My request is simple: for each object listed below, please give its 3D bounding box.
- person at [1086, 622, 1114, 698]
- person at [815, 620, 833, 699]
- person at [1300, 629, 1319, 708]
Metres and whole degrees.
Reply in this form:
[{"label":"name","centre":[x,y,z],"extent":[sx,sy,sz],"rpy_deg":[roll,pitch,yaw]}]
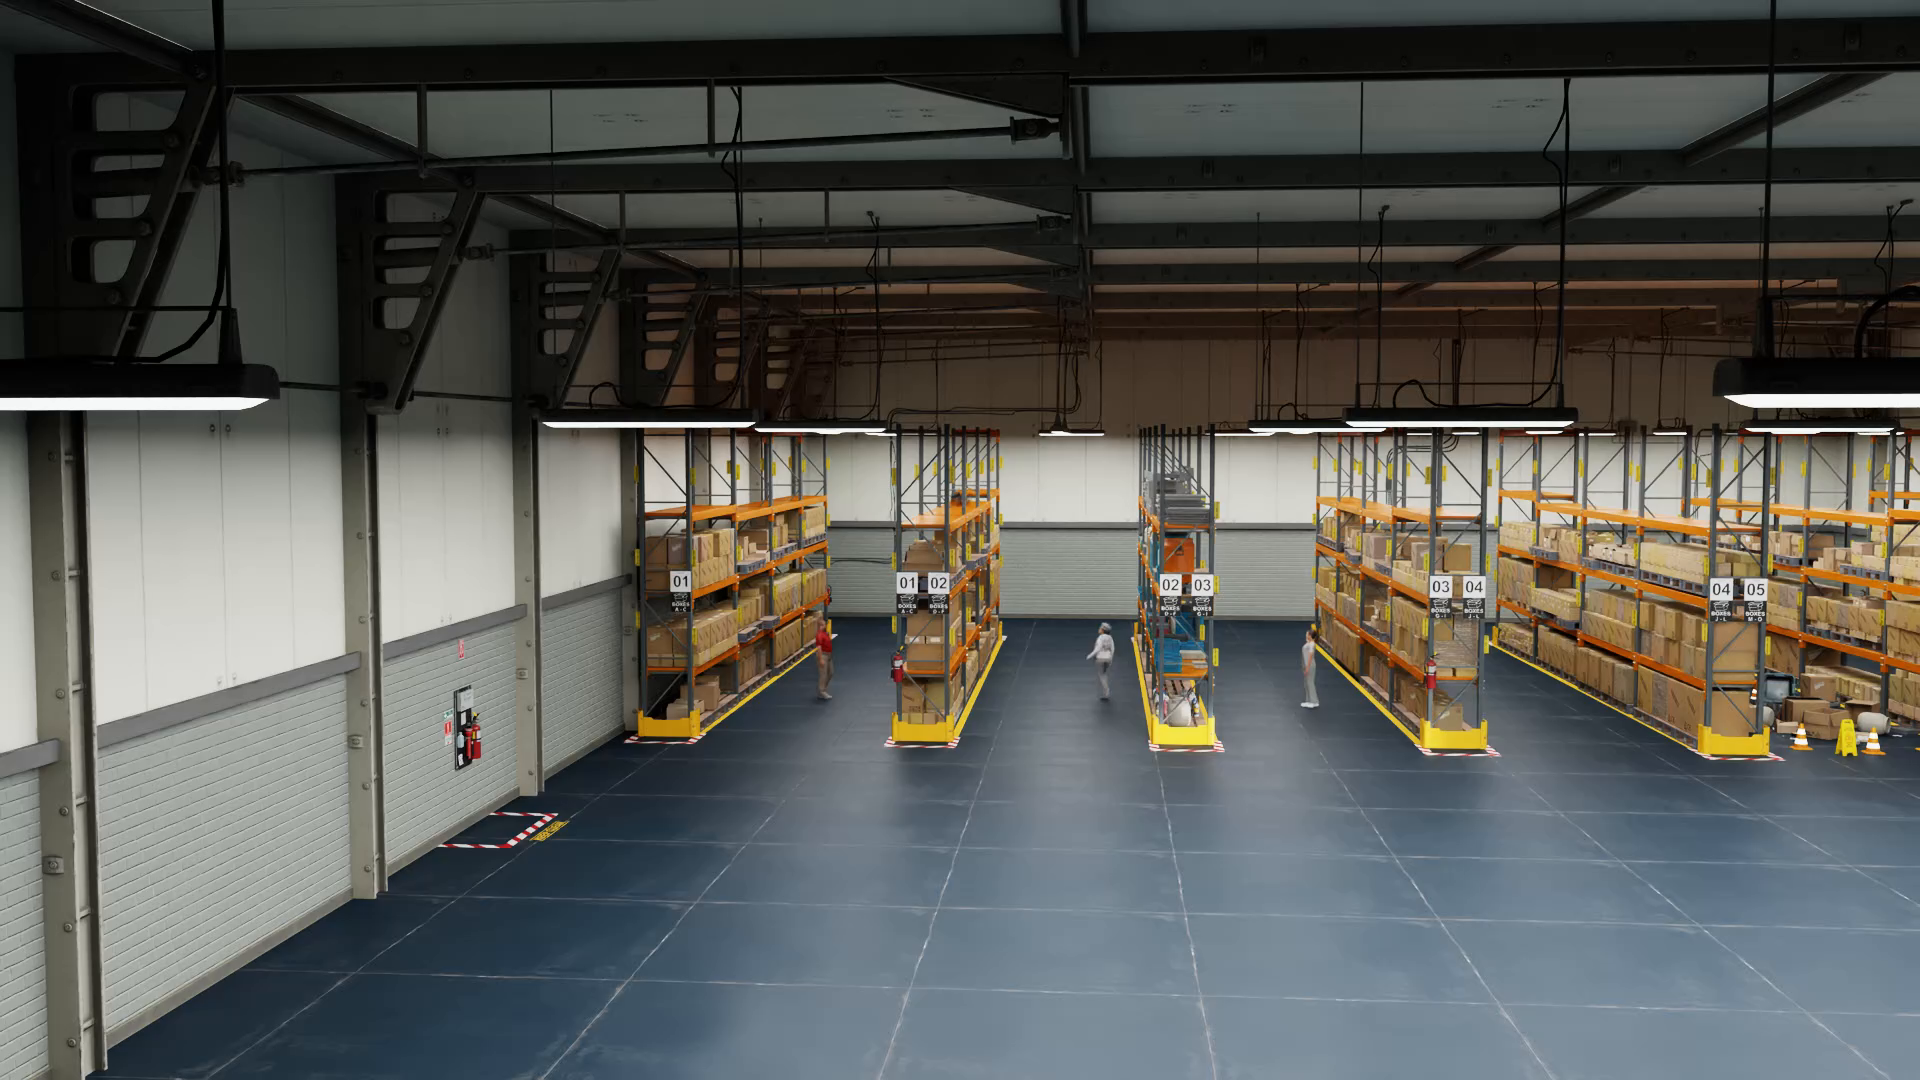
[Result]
[{"label":"person","centre":[3.161,2.684,36.768],"extent":[0.577,1.741,0.538],"rpy_deg":[-2,4,-29]},{"label":"person","centre":[-2.994,2.646,36.778],"extent":[0.449,1.764,0.608],"rpy_deg":[1,4,13]},{"label":"person","centre":[7.465,2.734,35.547],"extent":[0.382,1.677,0.511],"rpy_deg":[-1,4,-11]}]
